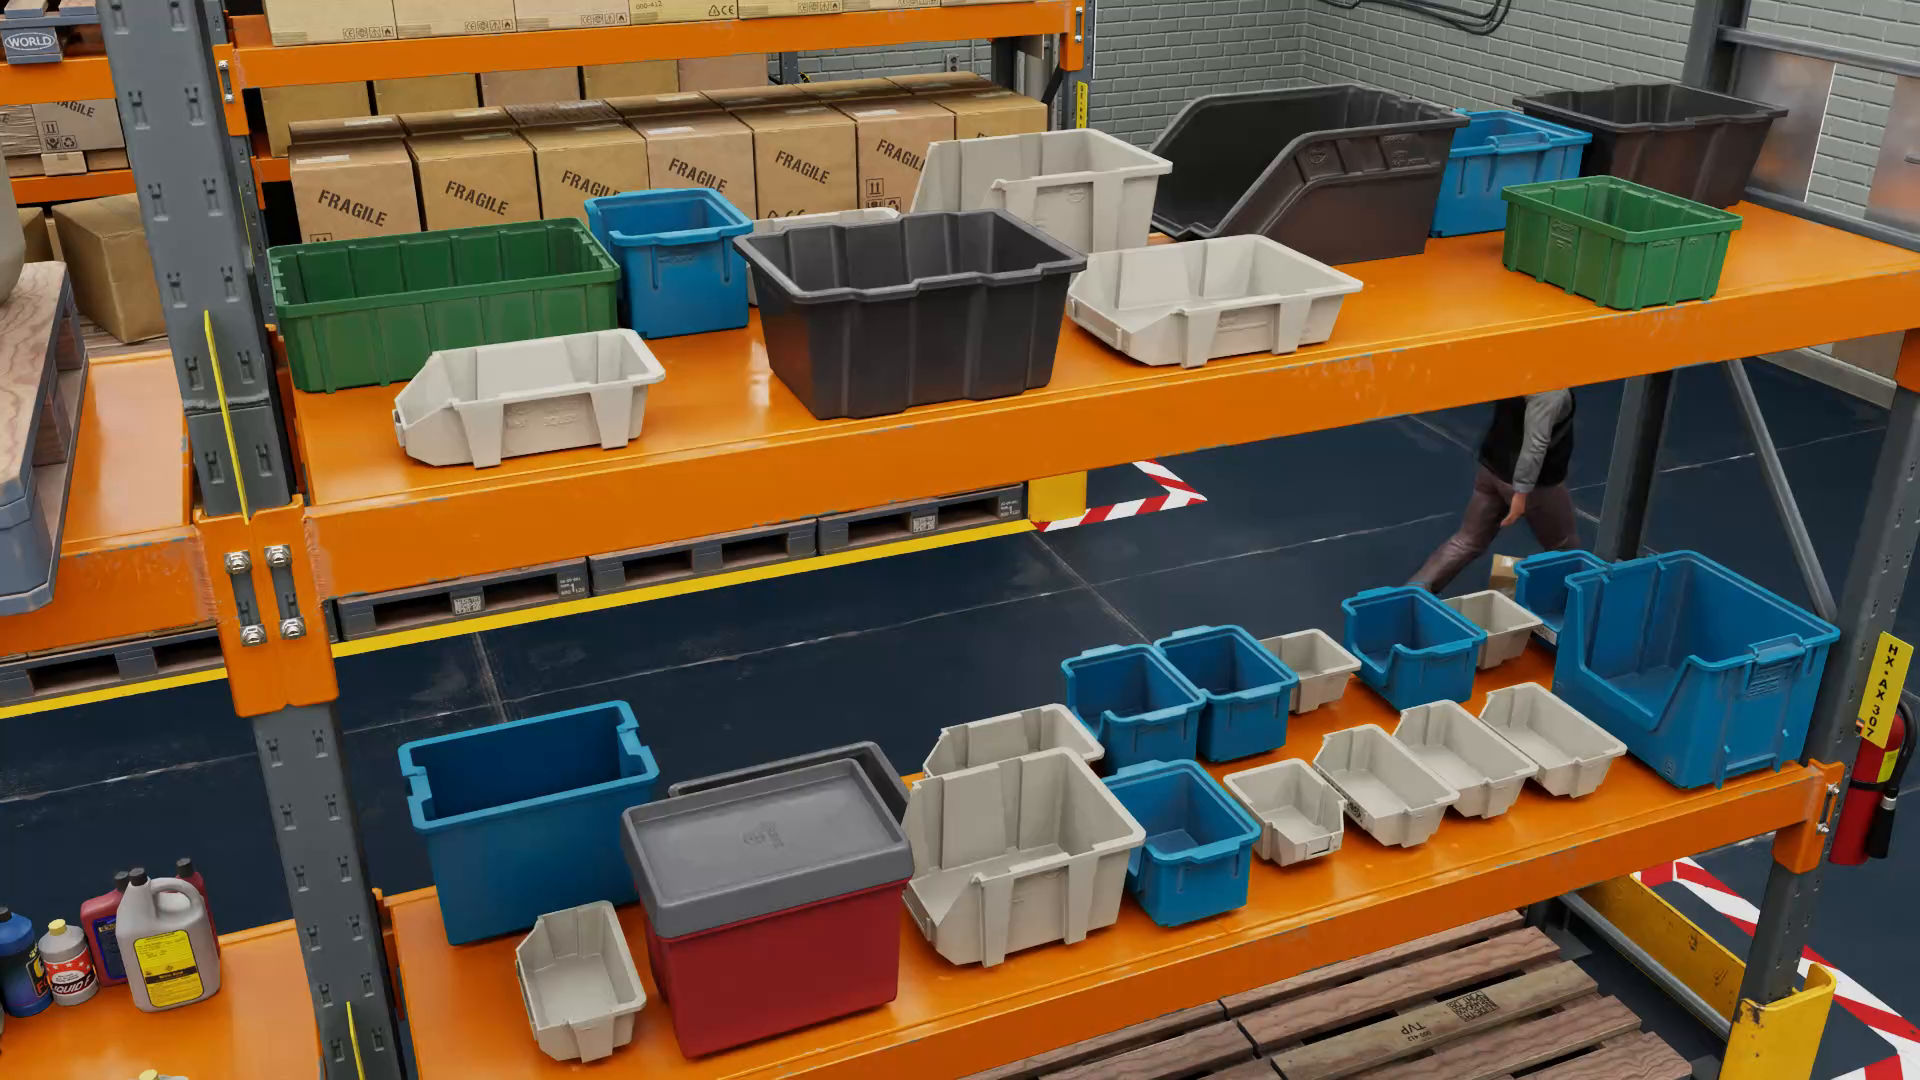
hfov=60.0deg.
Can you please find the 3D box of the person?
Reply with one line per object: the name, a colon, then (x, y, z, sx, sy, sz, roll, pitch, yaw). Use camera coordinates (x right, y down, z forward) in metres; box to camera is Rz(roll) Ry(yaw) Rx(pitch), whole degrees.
person: (2.635, -0.315, 7.792, 1.048, 1.677, 0.555, -6, 27, -13)
